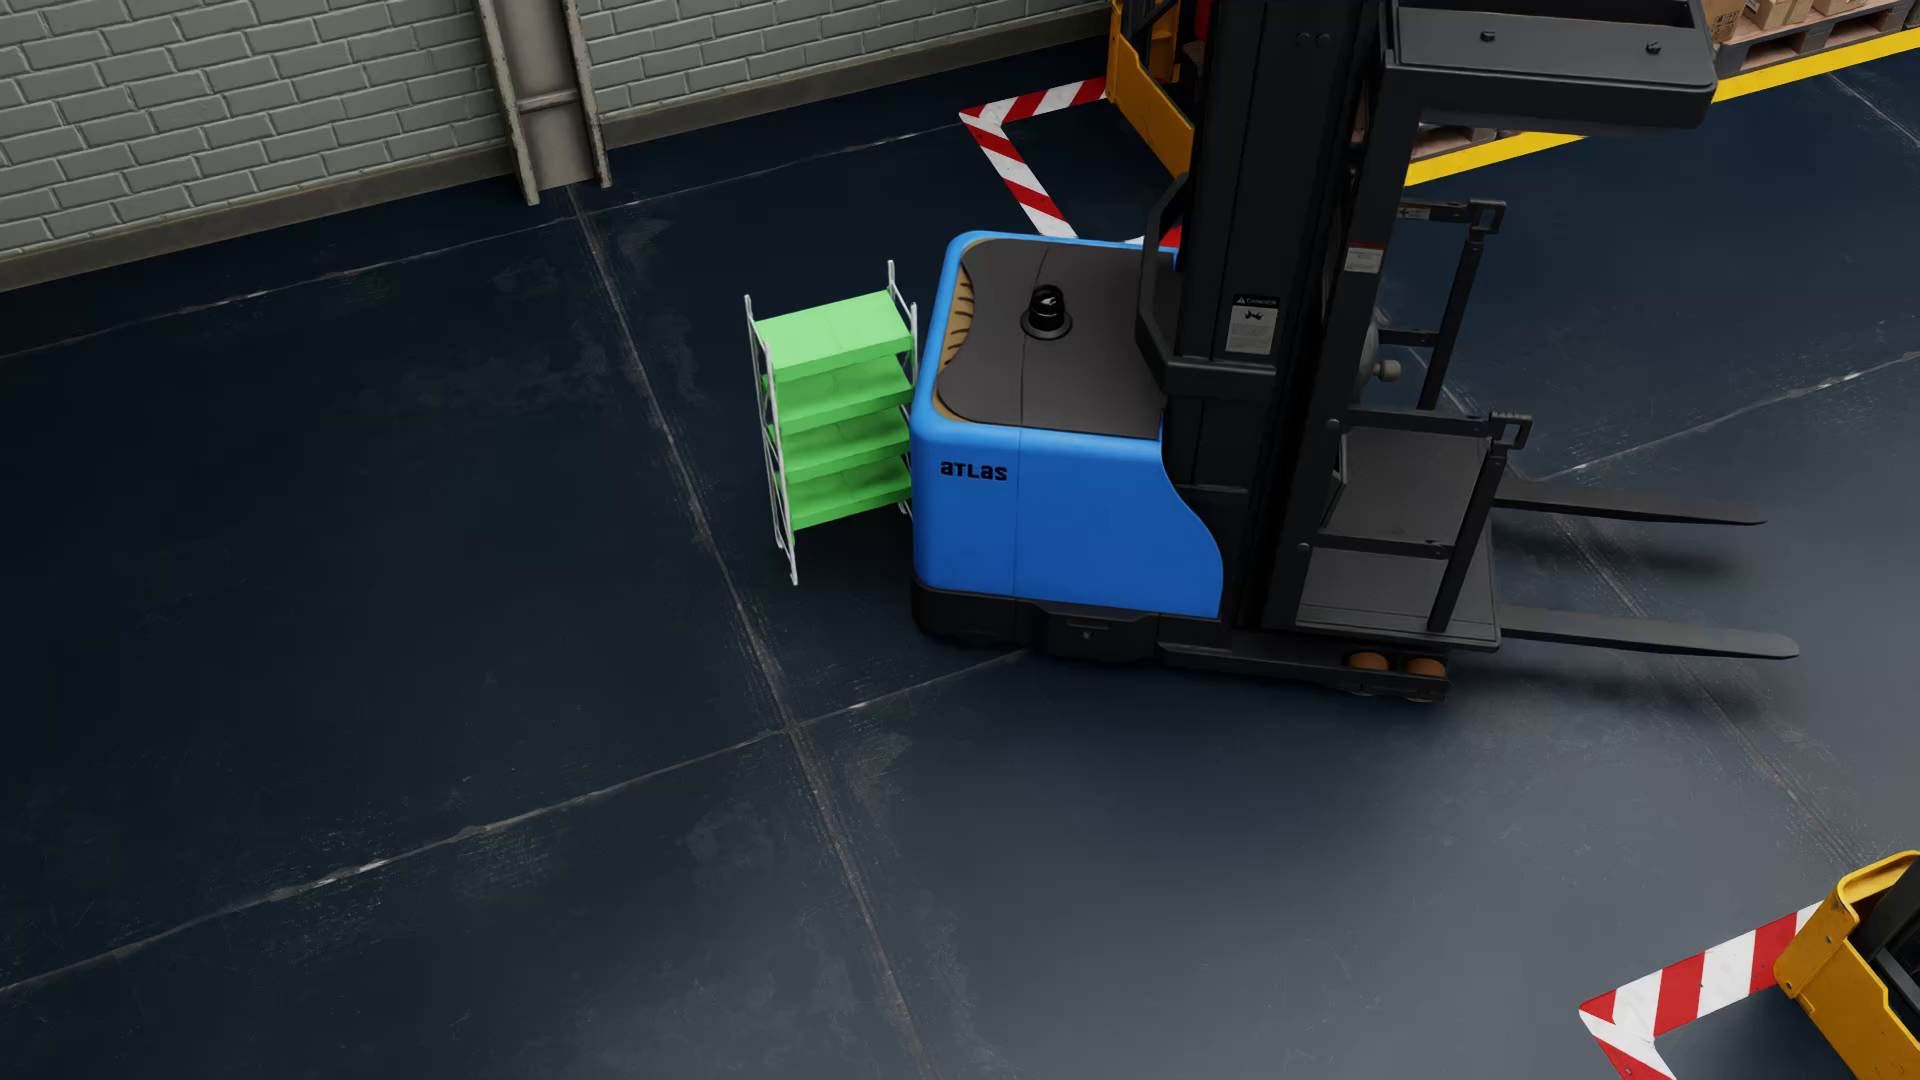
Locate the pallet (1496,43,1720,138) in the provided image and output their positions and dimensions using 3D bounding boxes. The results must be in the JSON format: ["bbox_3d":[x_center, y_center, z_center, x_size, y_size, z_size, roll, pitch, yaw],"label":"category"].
[{"bbox_3d":[2.934,-2.489,8.249,1.213,0.211,1.003,-17,52,-14],"label":"pallet"}]

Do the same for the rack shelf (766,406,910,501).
[{"bbox_3d":[-0.416,-0.335,5.831,0.480,0.148,0.258,-16,51,-13],"label":"rack shelf"}]

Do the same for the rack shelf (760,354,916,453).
[{"bbox_3d":[-0.416,-0.491,5.649,0.480,0.148,0.258,-16,51,-13],"label":"rack shelf"}]

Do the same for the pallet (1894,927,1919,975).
[{"bbox_3d":[3.590,1.309,4.986,1.213,0.211,1.003,-17,52,-14],"label":"pallet"}]

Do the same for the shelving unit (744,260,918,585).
[{"bbox_3d":[-0.416,-0.376,5.782,0.503,1.200,0.258,-16,51,-13],"label":"shelving unit"}]

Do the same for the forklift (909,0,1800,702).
[{"bbox_3d":[1.386,-0.826,5.027,3.031,2.935,1.130,6,50,5],"label":"forklift"}]

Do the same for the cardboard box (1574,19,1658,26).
[{"bbox_3d":[2.934,-2.530,7.817,0.500,0.500,0.500,-16,51,-14],"label":"cardboard box"}]

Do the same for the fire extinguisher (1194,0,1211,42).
[{"bbox_3d":[1.037,-2.286,6.533,0.183,0.674,0.296,-17,52,-14],"label":"fire extinguisher"}]

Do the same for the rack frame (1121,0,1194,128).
[{"bbox_3d":[0.999,-2.800,6.677,0.127,3.000,1.000,-17,52,-14],"label":"rack frame"}]

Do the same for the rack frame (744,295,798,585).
[{"bbox_3d":[-0.644,-0.311,5.726,0.015,1.200,0.240,-16,51,-13],"label":"rack frame"}]

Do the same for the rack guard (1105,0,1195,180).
[{"bbox_3d":[1.069,-2.007,7.644,0.348,0.500,1.175,-17,52,-14],"label":"rack guard"}]

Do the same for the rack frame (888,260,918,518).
[{"bbox_3d":[-0.188,-0.442,5.838,0.015,1.200,0.240,-16,51,-13],"label":"rack frame"}]

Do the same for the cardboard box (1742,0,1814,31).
[{"bbox_3d":[3.967,-2.725,8.138,0.258,0.266,0.396,-16,51,-13],"label":"cardboard box"}]

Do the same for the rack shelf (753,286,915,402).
[{"bbox_3d":[-0.416,-0.647,5.467,0.480,0.148,0.258,-16,51,-13],"label":"rack shelf"}]

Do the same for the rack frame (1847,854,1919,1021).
[{"bbox_3d":[2.879,0.685,3.684,0.127,3.000,1.000,-17,52,-14],"label":"rack frame"}]

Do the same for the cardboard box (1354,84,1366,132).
[{"bbox_3d":[1.601,-2.232,7.558,0.637,0.503,0.797,-19,52,-16],"label":"cardboard box"}]

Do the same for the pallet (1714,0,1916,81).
[{"bbox_3d":[4.066,-2.842,8.552,1.213,0.211,1.003,-17,52,-14],"label":"pallet"}]

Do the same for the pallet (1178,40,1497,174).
[{"bbox_3d":[1.807,-2.142,7.951,1.213,0.211,1.003,-17,52,-14],"label":"pallet"}]

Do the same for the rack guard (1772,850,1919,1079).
[{"bbox_3d":[2.857,1.506,4.627,0.348,0.500,1.175,-17,52,-14],"label":"rack guard"}]

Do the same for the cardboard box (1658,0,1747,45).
[{"bbox_3d":[3.368,-2.747,8.003,0.500,0.500,0.700,-19,52,-16],"label":"cardboard box"}]

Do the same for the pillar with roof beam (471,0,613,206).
[{"bbox_3d":[-0.210,-1.590,1.684,0.400,9.000,9.100,-17,52,-14],"label":"pillar with roof beam"}]

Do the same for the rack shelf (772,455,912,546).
[{"bbox_3d":[-0.416,-0.178,6.013,0.480,0.148,0.258,-16,51,-13],"label":"rack shelf"}]

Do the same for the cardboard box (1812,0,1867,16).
[{"bbox_3d":[4.297,-2.789,8.270,0.250,0.149,0.380,-19,52,-15],"label":"cardboard box"}]

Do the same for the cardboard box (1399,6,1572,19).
[{"bbox_3d":[2.407,-2.449,7.747,0.500,0.500,0.700,-15,51,-13],"label":"cardboard box"}]

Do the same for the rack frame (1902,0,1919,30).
[{"bbox_3d":[4.702,-3.947,7.663,0.127,3.000,1.000,-17,52,-14],"label":"rack frame"}]
